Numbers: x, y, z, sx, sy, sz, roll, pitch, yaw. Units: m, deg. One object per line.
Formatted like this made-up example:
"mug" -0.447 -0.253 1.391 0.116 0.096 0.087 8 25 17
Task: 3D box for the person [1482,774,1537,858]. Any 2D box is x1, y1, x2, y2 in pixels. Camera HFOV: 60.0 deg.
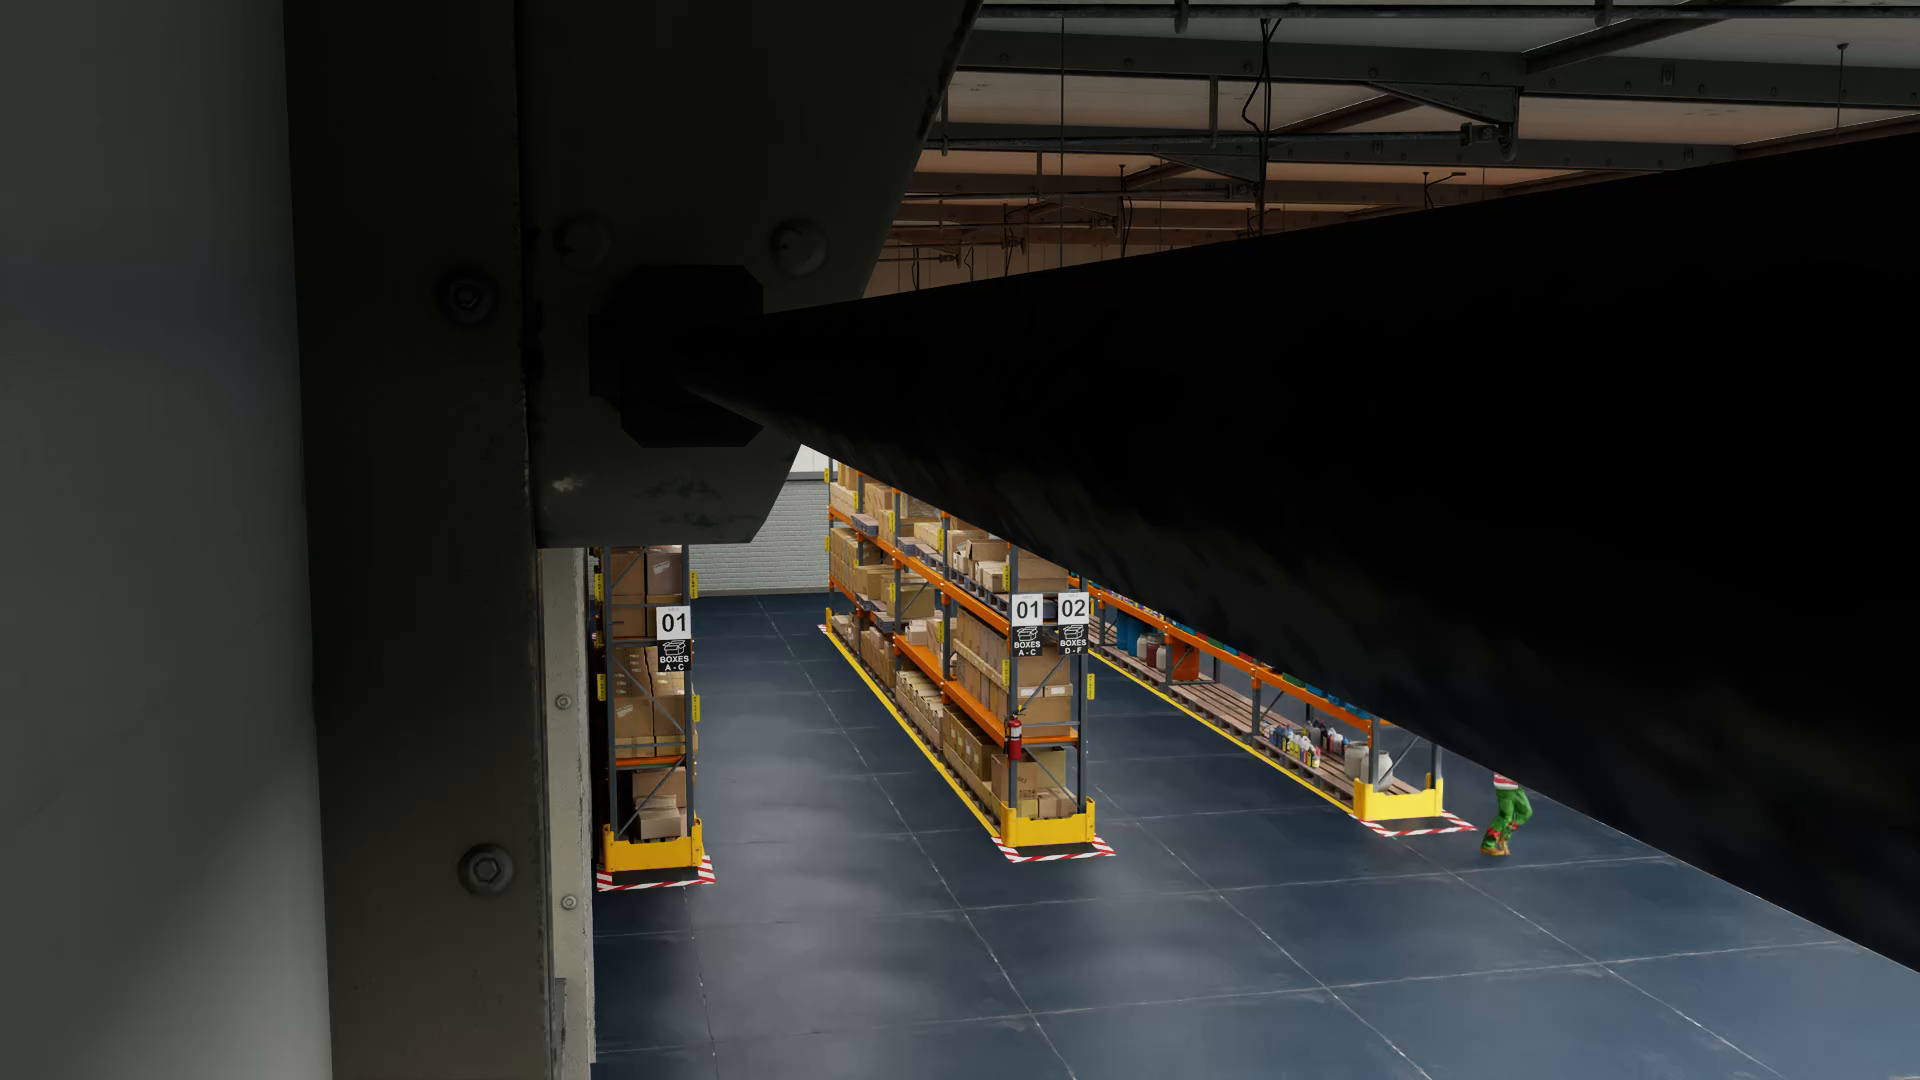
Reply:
"person" 6.818 3.045 20.427 0.720 1.825 0.681 3 7 23
